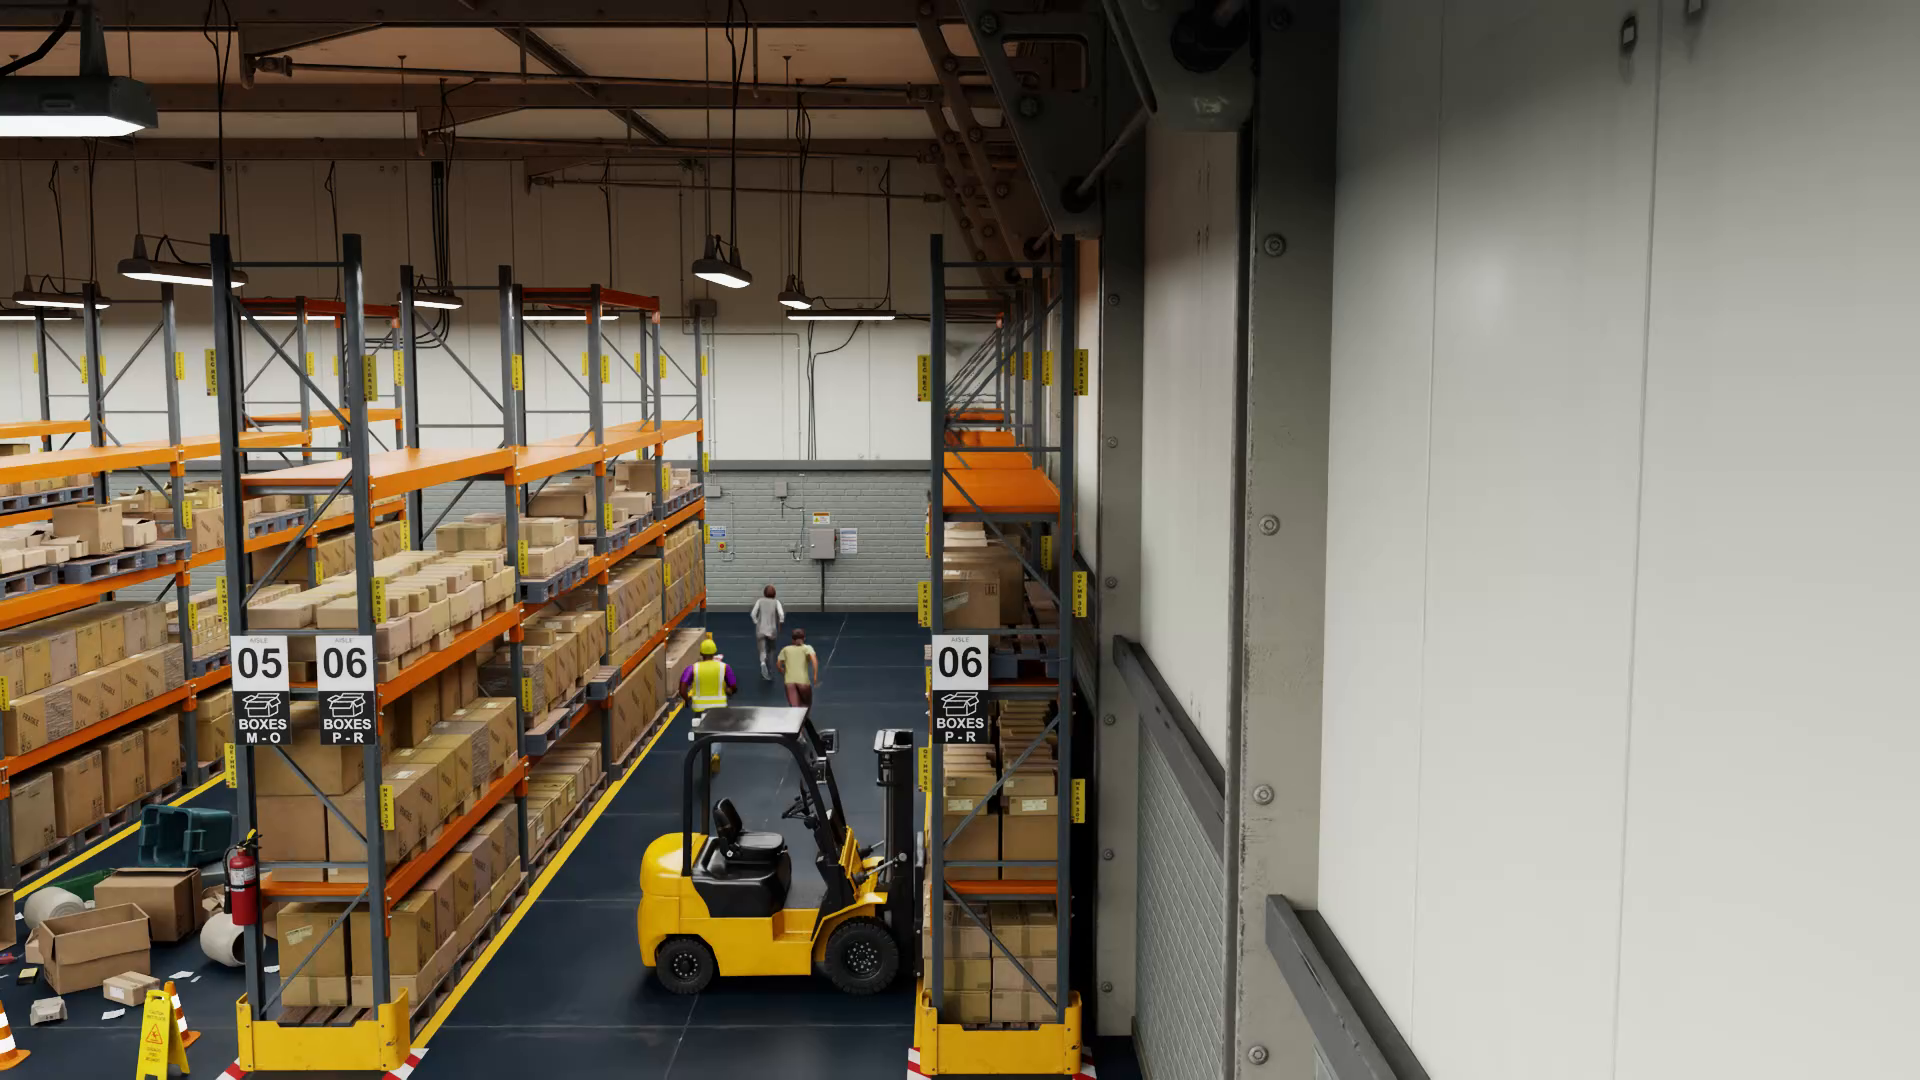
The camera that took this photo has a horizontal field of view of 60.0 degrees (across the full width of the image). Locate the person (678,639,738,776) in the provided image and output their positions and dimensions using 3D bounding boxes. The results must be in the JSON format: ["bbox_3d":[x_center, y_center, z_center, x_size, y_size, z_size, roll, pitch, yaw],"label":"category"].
[{"bbox_3d":[-3.058,2.091,20.238,0.709,1.766,0.823,-1,6,-8],"label":"person"}]

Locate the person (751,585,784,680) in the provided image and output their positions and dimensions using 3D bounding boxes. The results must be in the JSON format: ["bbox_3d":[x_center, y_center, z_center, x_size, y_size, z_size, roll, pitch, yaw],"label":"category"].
[{"bbox_3d":[-3.030,1.515,26.198,0.537,1.586,0.913,0,6,-1],"label":"person"}]

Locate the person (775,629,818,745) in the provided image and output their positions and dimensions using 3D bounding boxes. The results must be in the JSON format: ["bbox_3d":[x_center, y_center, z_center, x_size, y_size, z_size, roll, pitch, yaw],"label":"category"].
[{"bbox_3d":[-2.188,1.996,22.152,0.583,1.517,1.031,0,6,1],"label":"person"}]
